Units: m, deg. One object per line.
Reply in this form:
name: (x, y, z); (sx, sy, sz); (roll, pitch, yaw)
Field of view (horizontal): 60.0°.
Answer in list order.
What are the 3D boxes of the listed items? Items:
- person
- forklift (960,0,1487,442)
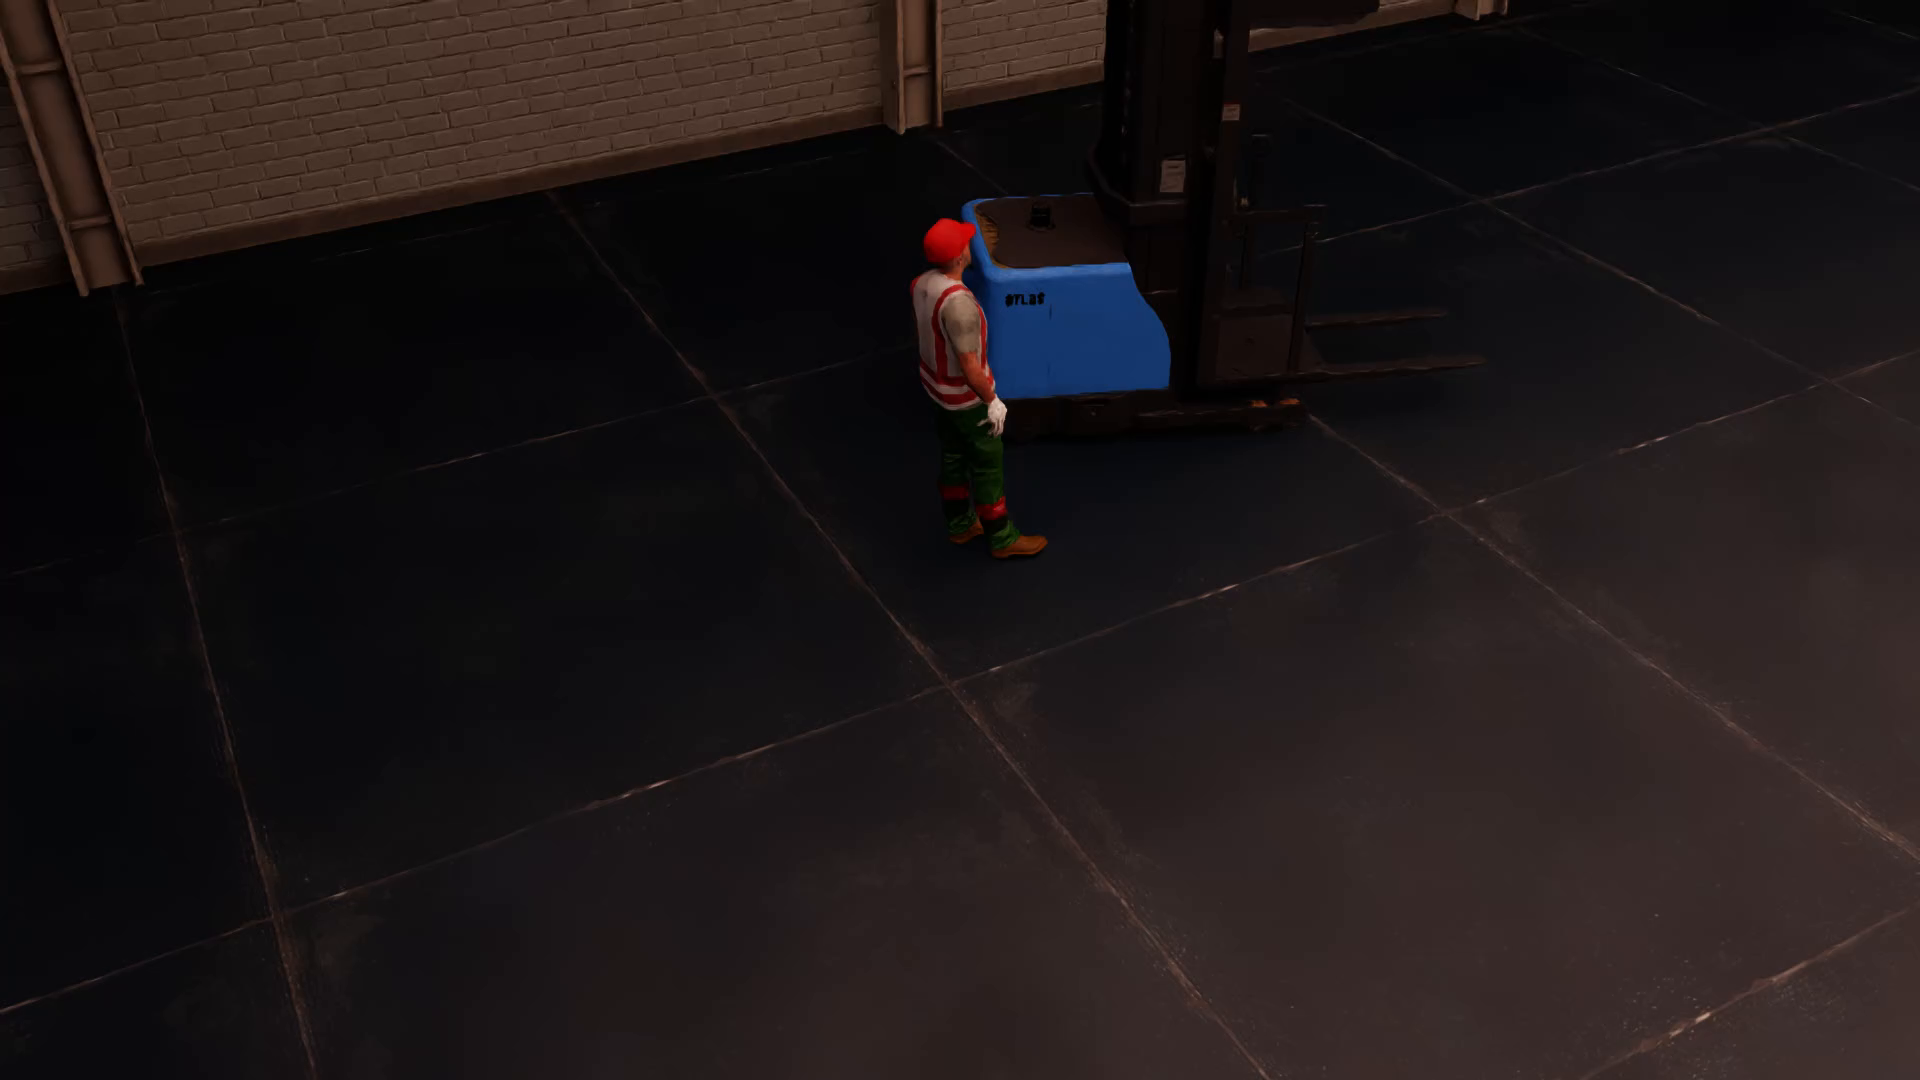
person: (0.076, -0.753, 8.165); (0.563, 1.787, 0.637); (-17, 39, -23)
forklift: (1.549, -2.130, 9.136); (3.031, 2.935, 1.130); (-5, 36, -7)
